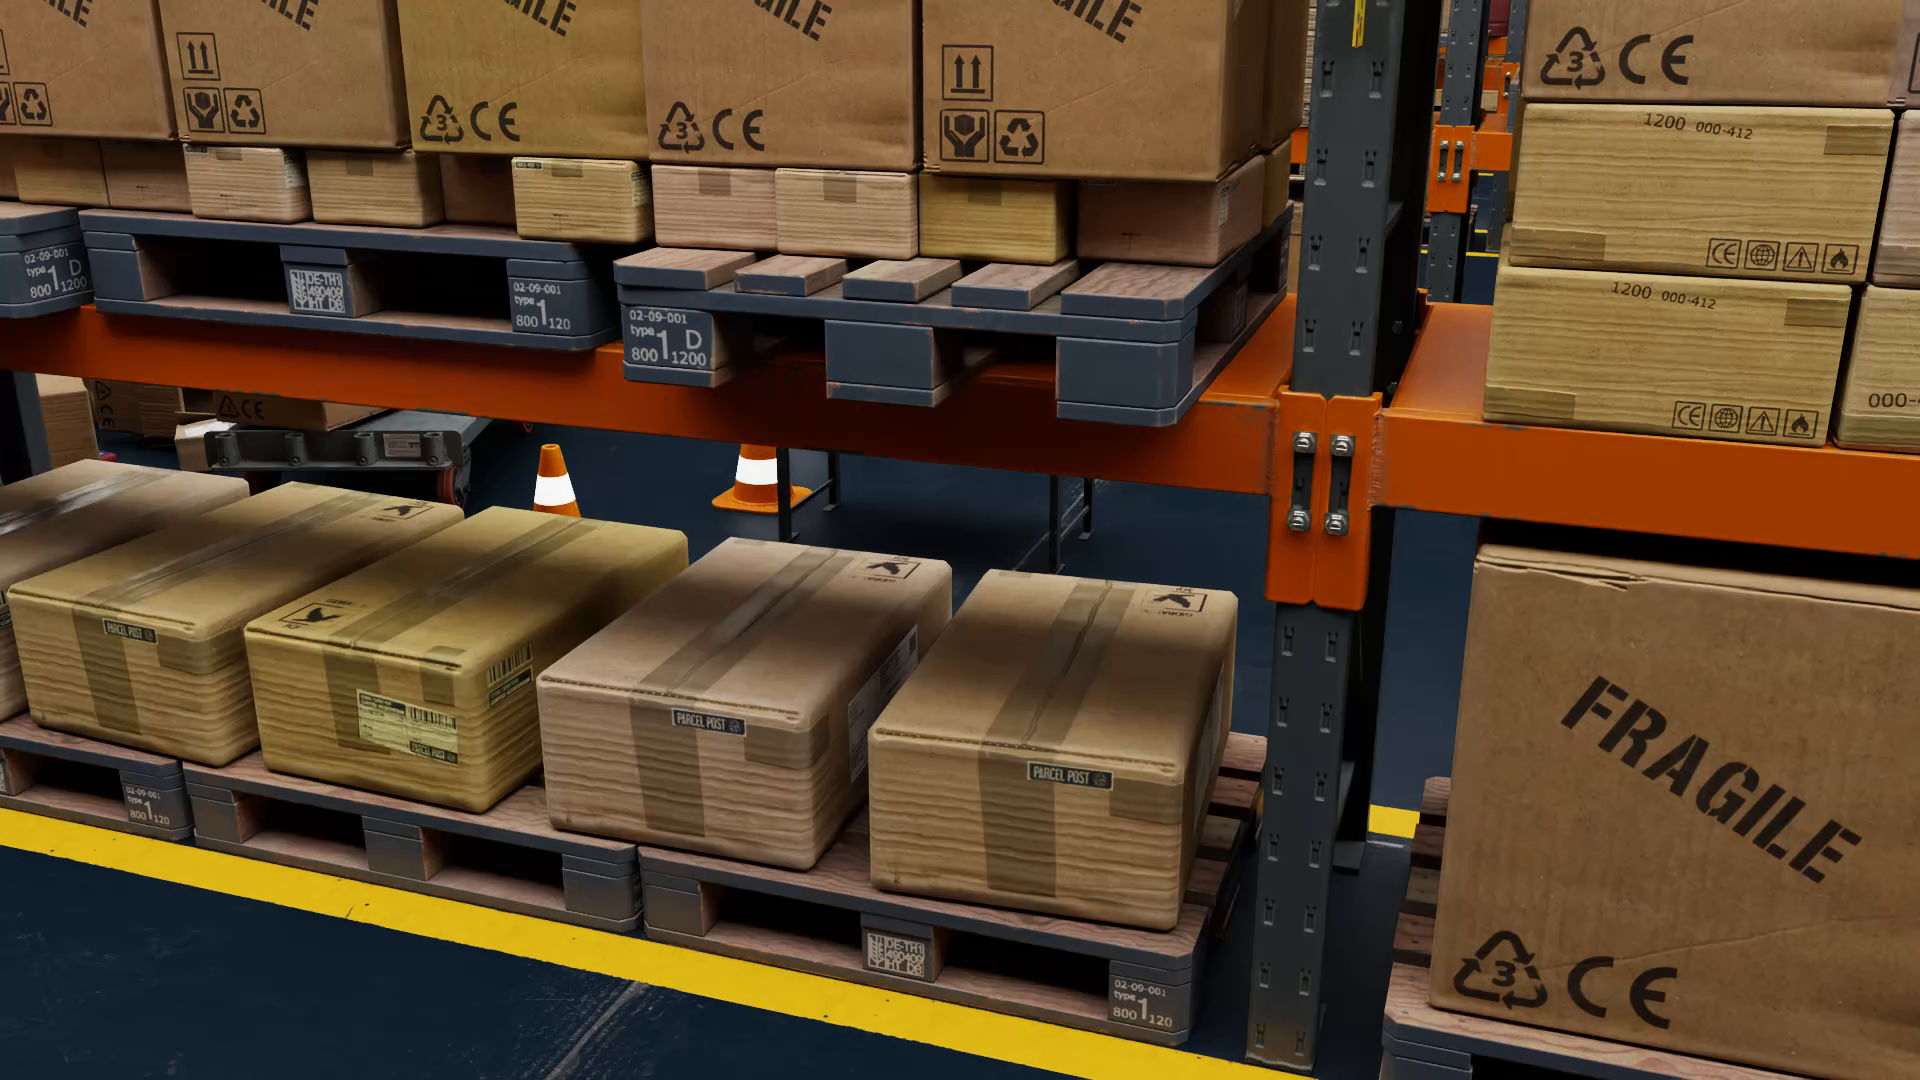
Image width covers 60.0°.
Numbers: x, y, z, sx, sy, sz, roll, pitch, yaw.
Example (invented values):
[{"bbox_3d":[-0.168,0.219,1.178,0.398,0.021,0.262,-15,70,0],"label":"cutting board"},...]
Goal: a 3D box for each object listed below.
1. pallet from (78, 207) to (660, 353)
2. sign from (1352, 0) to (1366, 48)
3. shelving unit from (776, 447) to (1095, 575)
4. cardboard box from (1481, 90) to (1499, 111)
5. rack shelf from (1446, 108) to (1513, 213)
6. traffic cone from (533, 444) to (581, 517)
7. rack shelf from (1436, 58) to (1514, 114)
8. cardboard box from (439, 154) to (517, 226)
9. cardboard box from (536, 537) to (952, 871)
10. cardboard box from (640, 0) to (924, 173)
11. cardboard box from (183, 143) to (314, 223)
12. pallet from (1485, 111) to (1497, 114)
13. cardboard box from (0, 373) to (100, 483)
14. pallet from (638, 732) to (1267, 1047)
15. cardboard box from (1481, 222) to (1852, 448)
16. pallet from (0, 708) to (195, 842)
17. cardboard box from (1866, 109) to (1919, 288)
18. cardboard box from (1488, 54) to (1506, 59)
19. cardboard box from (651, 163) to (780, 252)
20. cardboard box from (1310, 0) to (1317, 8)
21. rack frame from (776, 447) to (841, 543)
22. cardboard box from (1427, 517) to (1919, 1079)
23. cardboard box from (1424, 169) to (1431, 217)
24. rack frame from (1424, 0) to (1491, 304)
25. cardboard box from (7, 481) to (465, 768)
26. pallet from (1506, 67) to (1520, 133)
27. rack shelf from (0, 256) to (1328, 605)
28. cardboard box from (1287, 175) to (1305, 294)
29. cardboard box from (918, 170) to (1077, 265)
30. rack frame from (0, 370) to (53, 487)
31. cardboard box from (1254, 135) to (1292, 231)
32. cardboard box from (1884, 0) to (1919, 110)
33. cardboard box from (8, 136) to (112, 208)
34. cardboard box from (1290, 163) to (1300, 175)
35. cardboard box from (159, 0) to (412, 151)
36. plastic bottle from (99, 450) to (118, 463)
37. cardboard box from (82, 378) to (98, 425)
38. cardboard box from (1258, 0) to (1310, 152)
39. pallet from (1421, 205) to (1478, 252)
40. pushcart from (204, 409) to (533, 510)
[{"bbox_3d":[-1.113,-0.671,3.735,1.213,0.211,1.003,7,20,18],"label":"pallet"},{"bbox_3d":[0.601,-0.900,2.462,0.005,0.325,0.100,7,20,18],"label":"sign"},{"bbox_3d":[-0.081,-0.717,5.856,1.048,1.500,0.538,7,20,18],"label":"shelving unit"},{"bbox_3d":[6.700,-5.602,21.130,0.500,0.250,0.500,7,20,19],"label":"cardboard box"},{"bbox_3d":[4.189,-1.555,7.072,4.000,0.370,1.077,7,20,18],"label":"rack shelf"},{"bbox_3d":[-1.377,-0.096,5.648,0.334,0.463,0.336,7,20,18],"label":"traffic cone"},{"bbox_3d":[2.134,-3.518,12.704,4.000,0.370,1.077,7,20,18],"label":"rack shelf"},{"bbox_3d":[-0.842,-0.743,3.396,0.250,0.149,0.380,7,20,18],"label":"cardboard box"},{"bbox_3d":[-0.459,0.341,3.896,0.625,0.372,0.950,6,20,17],"label":"cardboard box"},{"bbox_3d":[-0.242,-0.961,3.036,0.500,0.500,0.500,6,20,17],"label":"cardboard box"},{"bbox_3d":[-1.367,-0.765,3.457,0.250,0.149,0.380,7,21,20],"label":"cardboard box"},{"bbox_3d":[6.512,-5.506,21.550,1.213,0.211,1.003,7,20,18],"label":"pallet"},{"bbox_3d":[-3.573,-0.352,6.323,0.500,0.500,0.500,-11,22,-29],"label":"cardboard box"},{"bbox_3d":[0.033,0.671,3.829,1.213,0.211,1.003,7,20,18],"label":"pallet"},{"bbox_3d":[1.150,-0.358,2.775,0.500,0.250,0.500,6,20,17],"label":"cardboard box"},{"bbox_3d":[-2.272,0.408,4.585,1.213,0.211,1.003,7,20,18],"label":"pallet"},{"bbox_3d":[1.656,-0.538,2.531,0.500,0.250,0.500,7,20,19],"label":"cardboard box"},{"bbox_3d":[8.202,-7.351,25.737,0.500,0.500,0.700,7,20,19],"label":"cardboard box"},{"bbox_3d":[-0.381,-0.652,3.132,0.250,0.149,0.380,6,20,15],"label":"cardboard box"},{"bbox_3d":[1.879,-2.681,7.540,0.500,0.500,0.700,6,20,18],"label":"cardboard box"},{"bbox_3d":[-0.561,-0.772,6.013,0.032,1.500,0.500,7,20,18],"label":"rack frame"},{"bbox_3d":[1.396,0.345,3.119,0.875,0.875,0.875,6,20,18],"label":"cardboard box"},{"bbox_3d":[3.383,-2.735,12.495,0.500,0.500,0.700,5,20,15],"label":"cardboard box"},{"bbox_3d":[2.300,-2.110,7.573,0.127,3.000,1.000,7,20,18],"label":"rack frame"},{"bbox_3d":[-1.831,0.183,4.350,0.625,0.372,0.950,8,21,21],"label":"cardboard box"},{"bbox_3d":[3.008,-1.976,7.479,1.003,0.211,1.213,7,20,18],"label":"pallet"},{"bbox_3d":[-1.119,-0.437,3.865,4.000,0.370,1.077,7,20,18],"label":"rack shelf"},{"bbox_3d":[1.754,-1.340,8.144,0.750,0.750,1.050,6,20,17],"label":"cardboard box"},{"bbox_3d":[0.107,-0.609,3.009,0.250,0.149,0.380,7,20,19],"label":"cardboard box"},{"bbox_3d":[-3.008,-0.992,4.366,0.127,3.000,1.000,7,20,18],"label":"rack frame"},{"bbox_3d":[0.525,-0.733,3.366,0.250,0.149,0.380,5,20,15],"label":"cardboard box"},{"bbox_3d":[1.628,-0.900,2.430,0.500,0.500,0.500,7,20,18],"label":"cardboard box"},{"bbox_3d":[-1.834,-0.837,3.663,0.250,0.149,0.380,7,20,19],"label":"cardboard box"},{"bbox_3d":[2.317,-2.850,12.825,0.500,0.500,0.700,8,21,23],"label":"cardboard box"},{"bbox_3d":[-1.234,-1.075,3.361,0.500,0.500,0.500,6,20,16],"label":"cardboard box"},{"bbox_3d":[-3.611,-0.327,6.923,0.283,0.061,0.133,10,22,27],"label":"plastic bottle"},{"bbox_3d":[-4.296,-0.843,7.731,0.637,0.503,0.797,-7,20,-20],"label":"cardboard box"},{"bbox_3d":[0.422,-1.067,3.338,0.500,0.500,0.500,6,20,17],"label":"cardboard box"},{"bbox_3d":[3.285,-2.410,12.669,1.213,0.211,1.003,7,20,18],"label":"pallet"},{"bbox_3d":[-2.307,-0.469,6.847,0.936,0.377,1.648,0,19,-1],"label":"pushcart"}]
